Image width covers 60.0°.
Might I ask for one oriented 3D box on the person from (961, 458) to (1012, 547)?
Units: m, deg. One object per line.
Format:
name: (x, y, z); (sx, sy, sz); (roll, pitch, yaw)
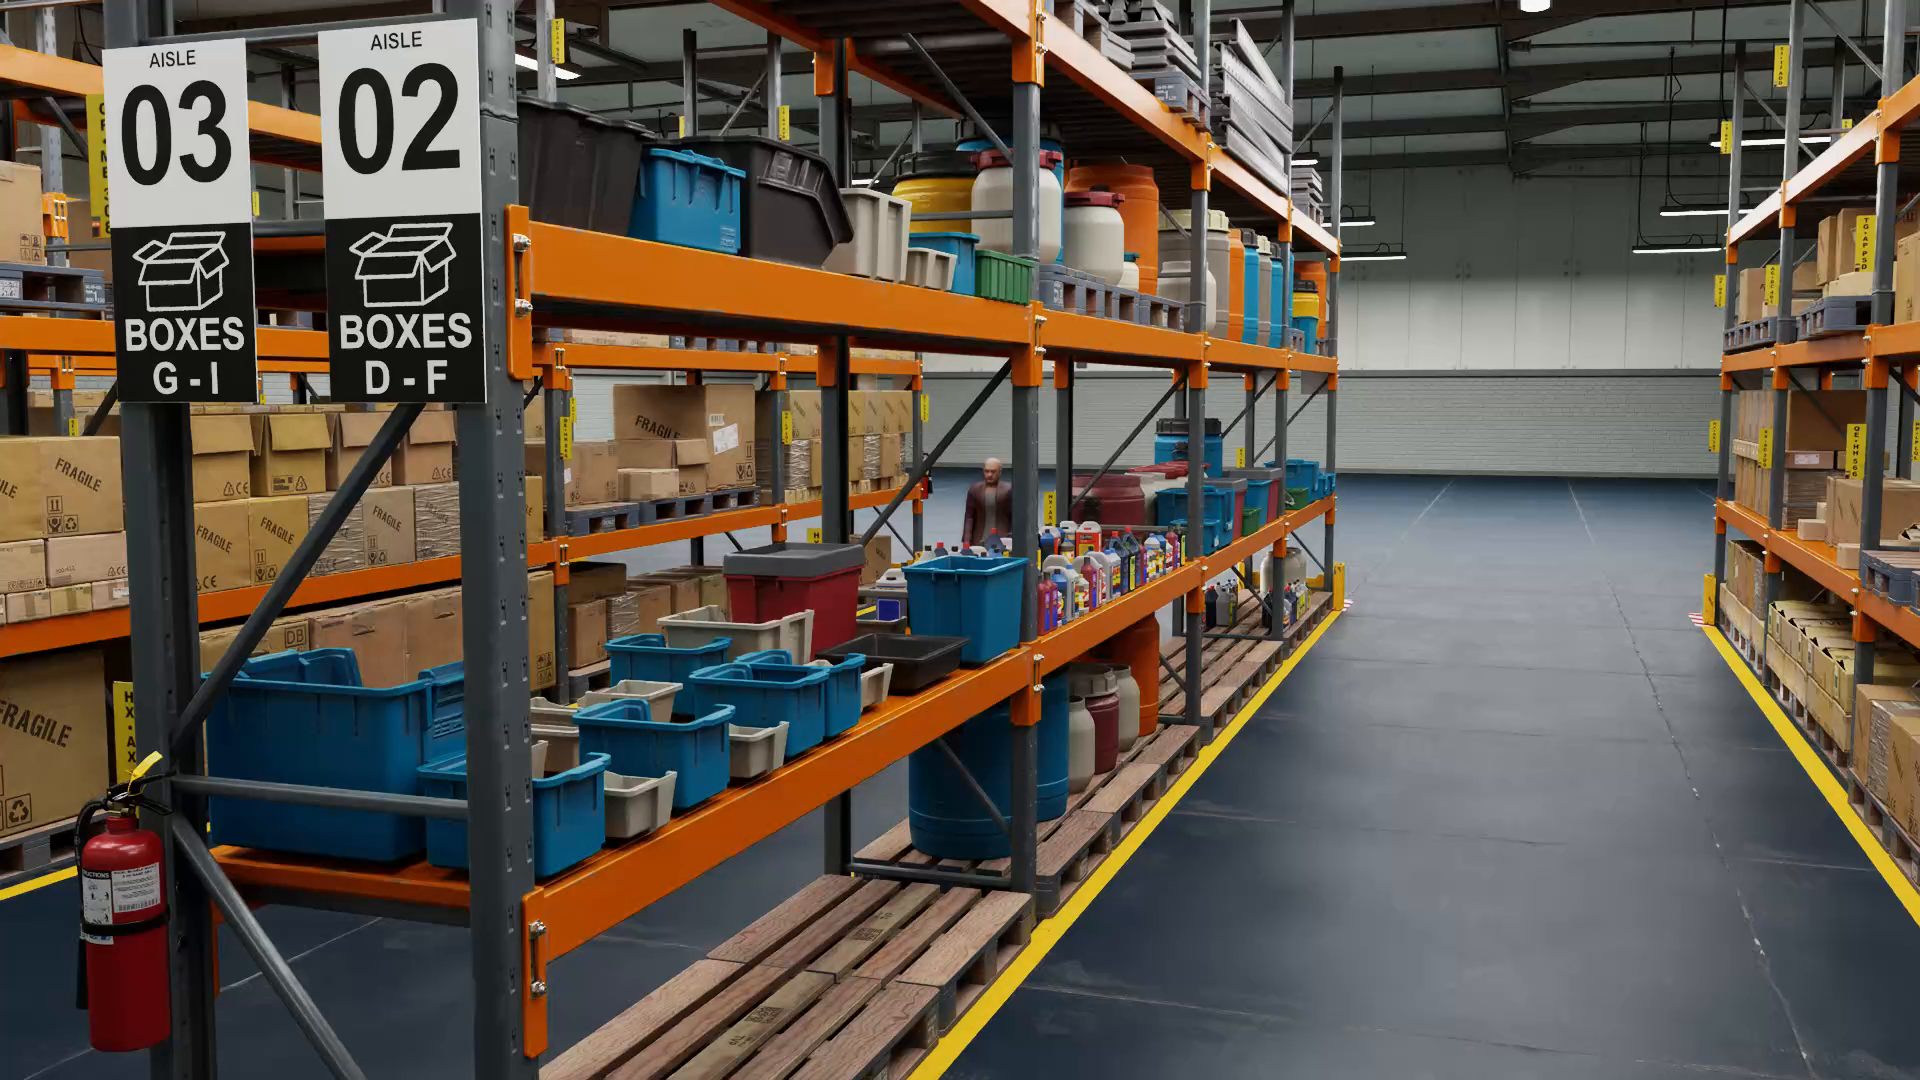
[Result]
person: (0.318, 0.052, 16.847); (0.625, 1.773, 0.427); (2, 5, 17)
